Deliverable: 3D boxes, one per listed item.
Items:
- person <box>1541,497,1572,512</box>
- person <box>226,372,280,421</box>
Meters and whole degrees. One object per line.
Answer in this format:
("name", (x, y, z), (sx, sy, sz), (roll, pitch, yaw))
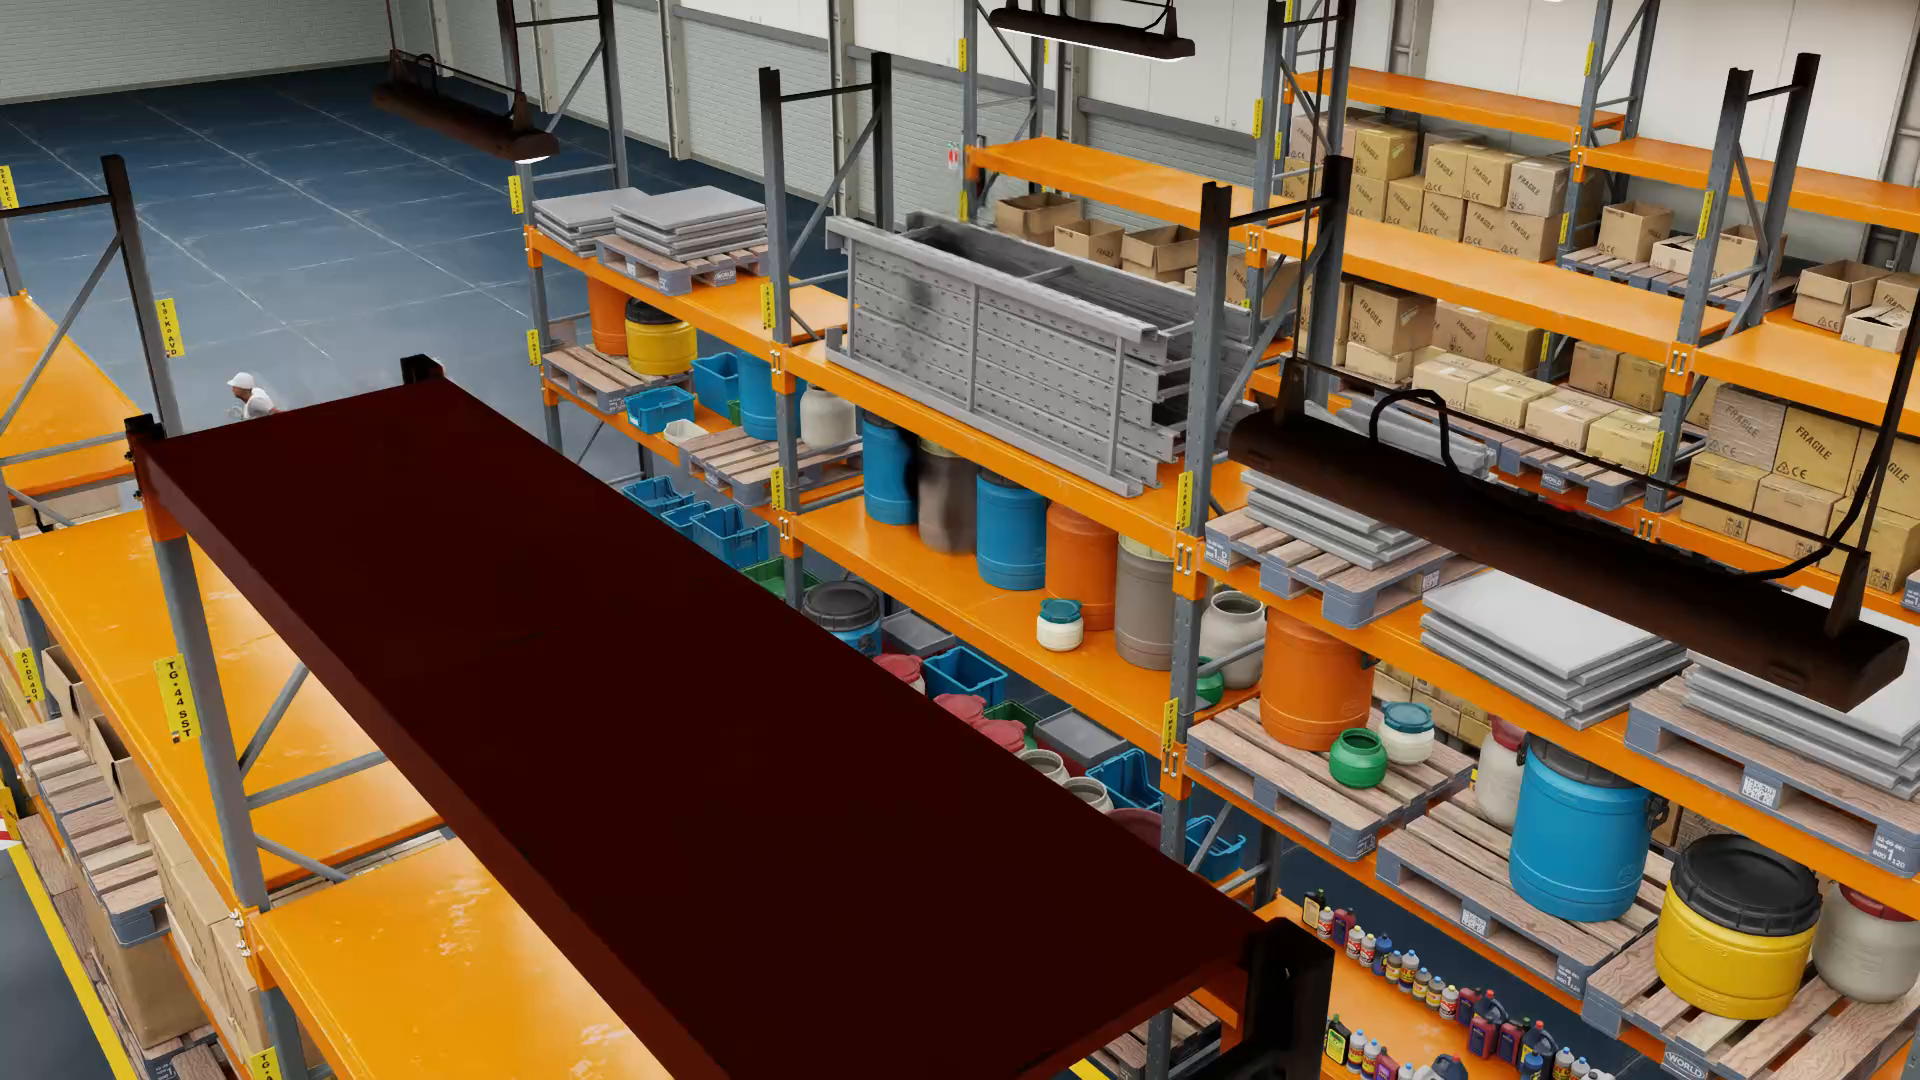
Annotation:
("person", (5.555, 0.206, 15.864), (0.642, 1.787, 0.762), (-23, 34, -39))
("person", (-7.543, -1.021, 18.380), (0.969, 1.784, 0.670), (-3, 26, -6))
